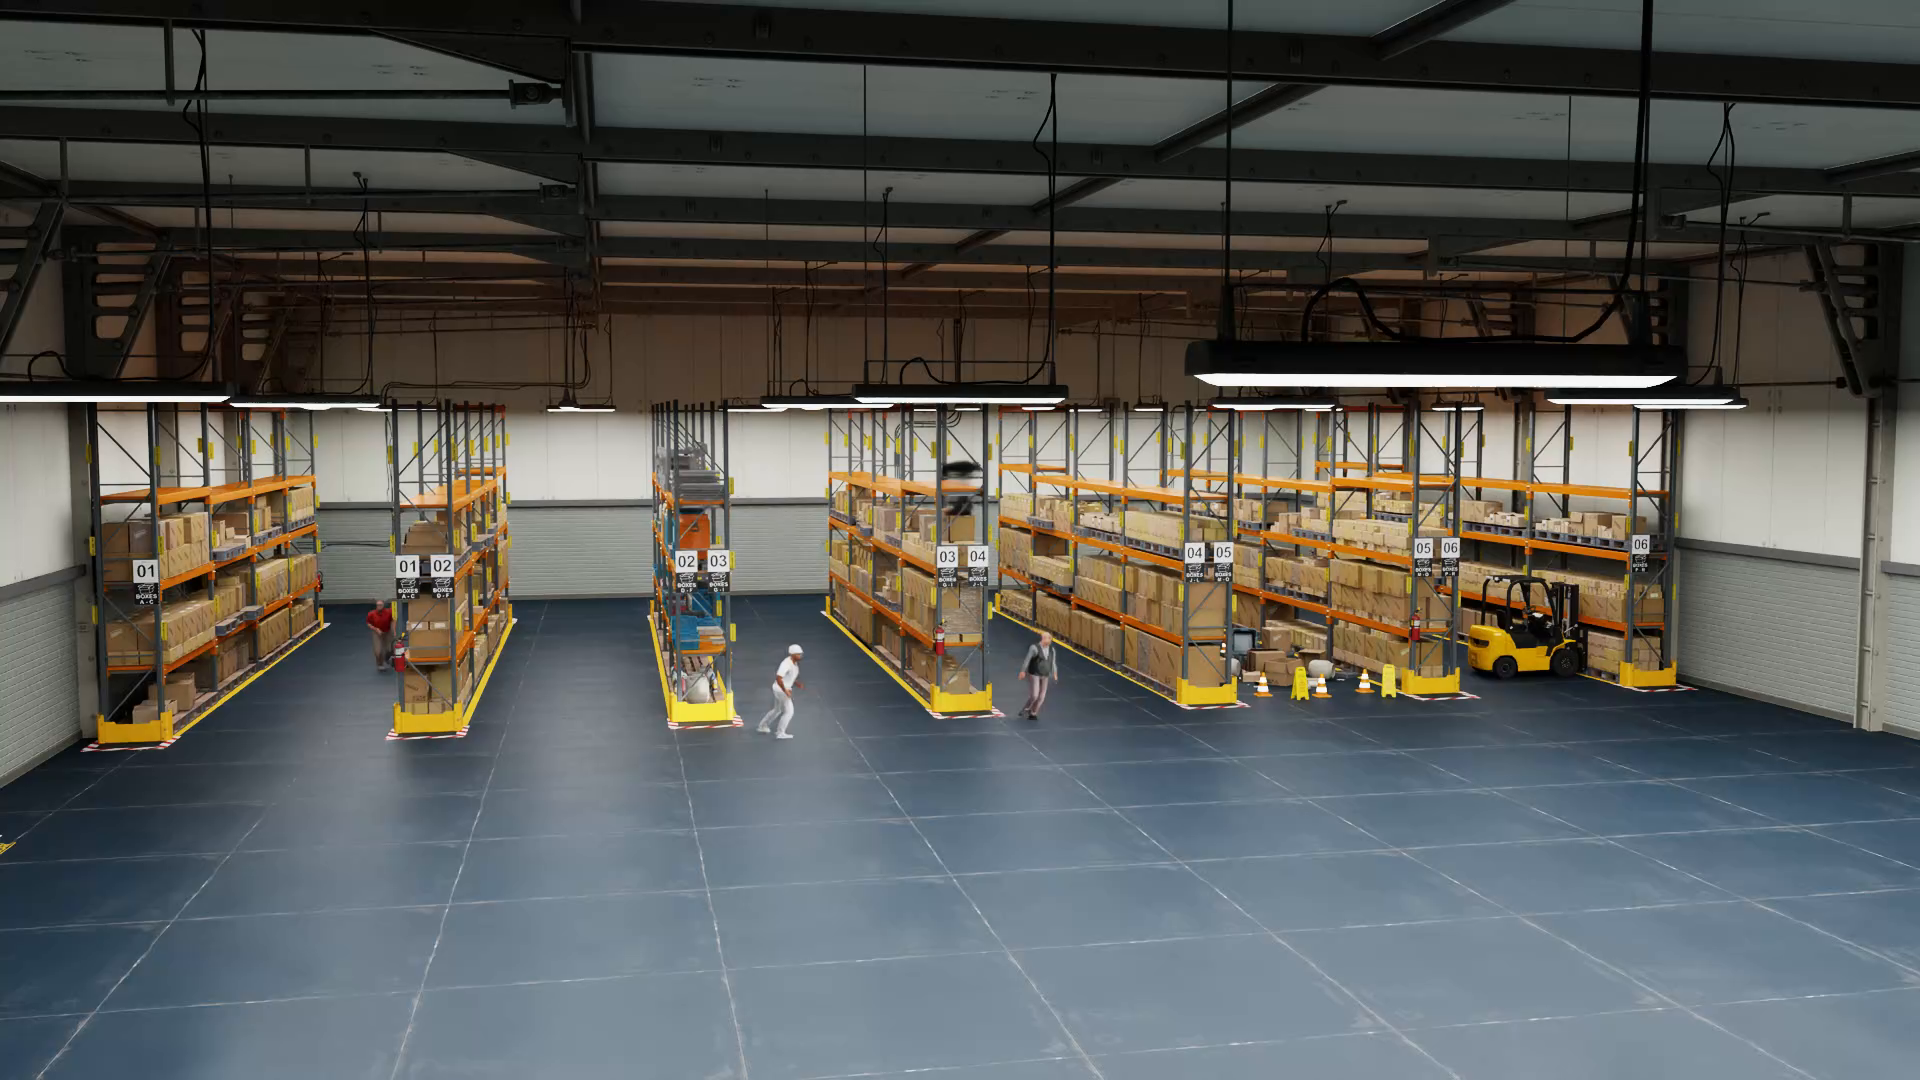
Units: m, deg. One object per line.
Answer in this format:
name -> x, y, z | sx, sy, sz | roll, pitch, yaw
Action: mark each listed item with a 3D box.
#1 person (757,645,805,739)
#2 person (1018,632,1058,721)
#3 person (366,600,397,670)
person -> -3.171, 2.676, 29.389 | 0.873, 1.672, 0.697 | 0, 4, 0
person -> 1.454, 2.553, 31.117 | 0.689, 1.707, 0.536 | -3, 5, -33
person -> -12.907, 2.123, 37.126 | 0.656, 1.613, 0.789 | -2, 5, -23
